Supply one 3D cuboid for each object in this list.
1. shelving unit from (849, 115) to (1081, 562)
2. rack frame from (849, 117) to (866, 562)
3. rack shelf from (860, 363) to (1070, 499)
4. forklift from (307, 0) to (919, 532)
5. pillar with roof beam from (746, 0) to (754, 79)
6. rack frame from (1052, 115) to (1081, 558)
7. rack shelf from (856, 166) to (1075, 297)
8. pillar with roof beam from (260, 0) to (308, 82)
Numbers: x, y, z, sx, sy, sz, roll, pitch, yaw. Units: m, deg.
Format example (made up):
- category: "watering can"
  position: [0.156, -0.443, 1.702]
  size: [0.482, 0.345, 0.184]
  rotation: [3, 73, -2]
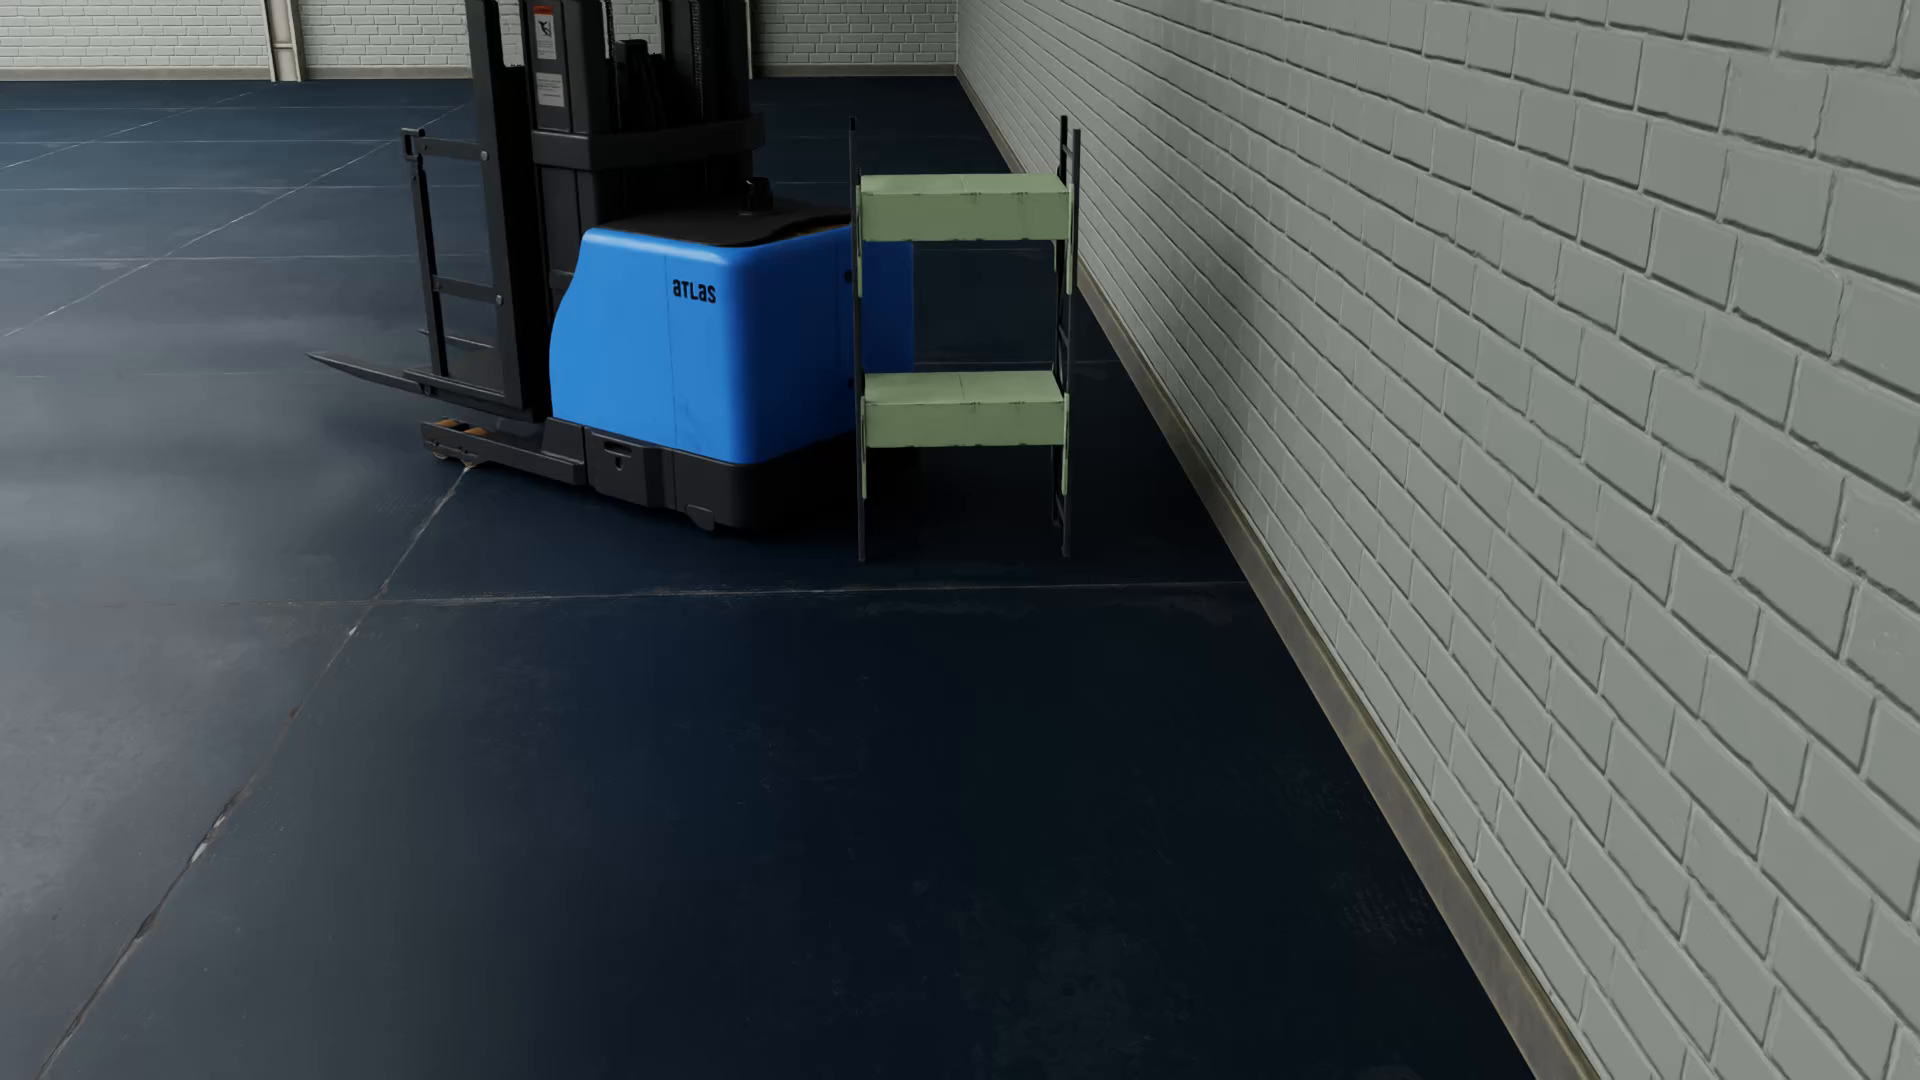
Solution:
- category: "shelving unit"
  position: [0.007, -0.701, 5.854]
  size: [0.755, 1.500, 0.431]
  rotation: [-1, 21, -3]
- category: "rack frame"
  position: [-0.359, -0.694, 5.835]
  size: [0.023, 1.500, 0.400]
  rotation: [-1, 21, -3]
- category: "rack shelf"
  position: [0.007, -0.396, 5.970]
  size: [0.720, 0.370, 0.431]
  rotation: [-1, 21, -3]
- category: "forklift"
  position: [-1.647, -1.803, 6.736]
  size: [3.031, 2.935, 1.130]
  rotation: [15, 25, 34]
- category: "pillar with roof beam"
  position: [-2.770, -8.978, 17.055]
  size: [0.400, 9.000, 9.100]
  rotation: [-1, 21, -3]
- category: "rack frame"
  position: [0.372, -0.708, 5.874]
  size: [0.023, 1.500, 0.400]
  rotation: [-1, 21, -3]
- category: "rack shelf"
  position: [0.007, -1.066, 5.716]
  size: [0.720, 0.370, 0.431]
  rotation: [-1, 21, -3]
- category: "pillar with roof beam"
  position: [-8.760, -8.856, 16.735]
  size: [0.400, 9.000, 9.100]
  rotation: [-1, 21, -3]
